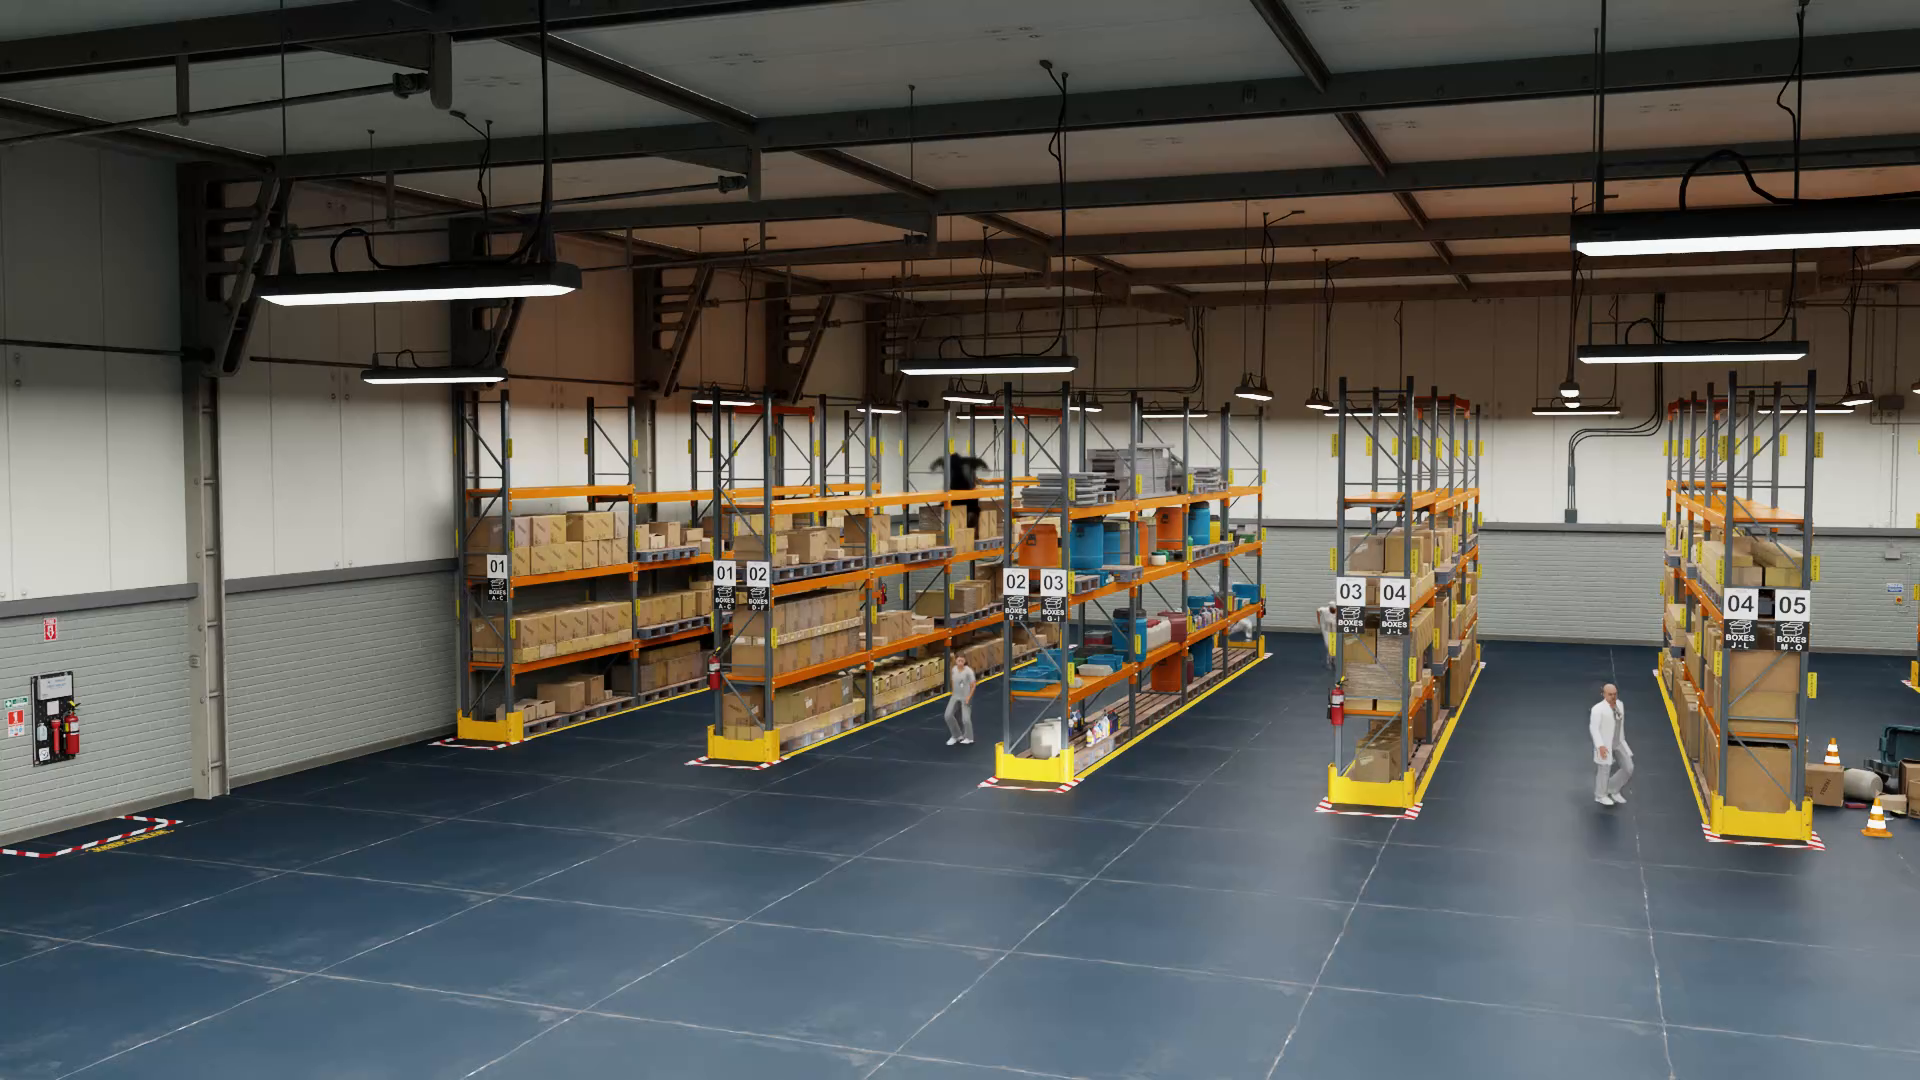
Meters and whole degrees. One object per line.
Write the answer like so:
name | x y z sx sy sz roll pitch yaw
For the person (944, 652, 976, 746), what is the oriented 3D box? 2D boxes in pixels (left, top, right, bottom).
person | 0.060 2.654 27.904 0.554 1.607 0.709 2 4 26

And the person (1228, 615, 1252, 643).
person | 7.170 1.897 42.075 0.657 1.569 1.193 -3 4 -40

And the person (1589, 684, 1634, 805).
person | 9.035 2.858 23.197 0.700 1.732 0.687 -1 3 -16

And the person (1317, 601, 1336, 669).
person | 8.493 2.159 38.044 0.647 1.619 1.013 1 3 14
